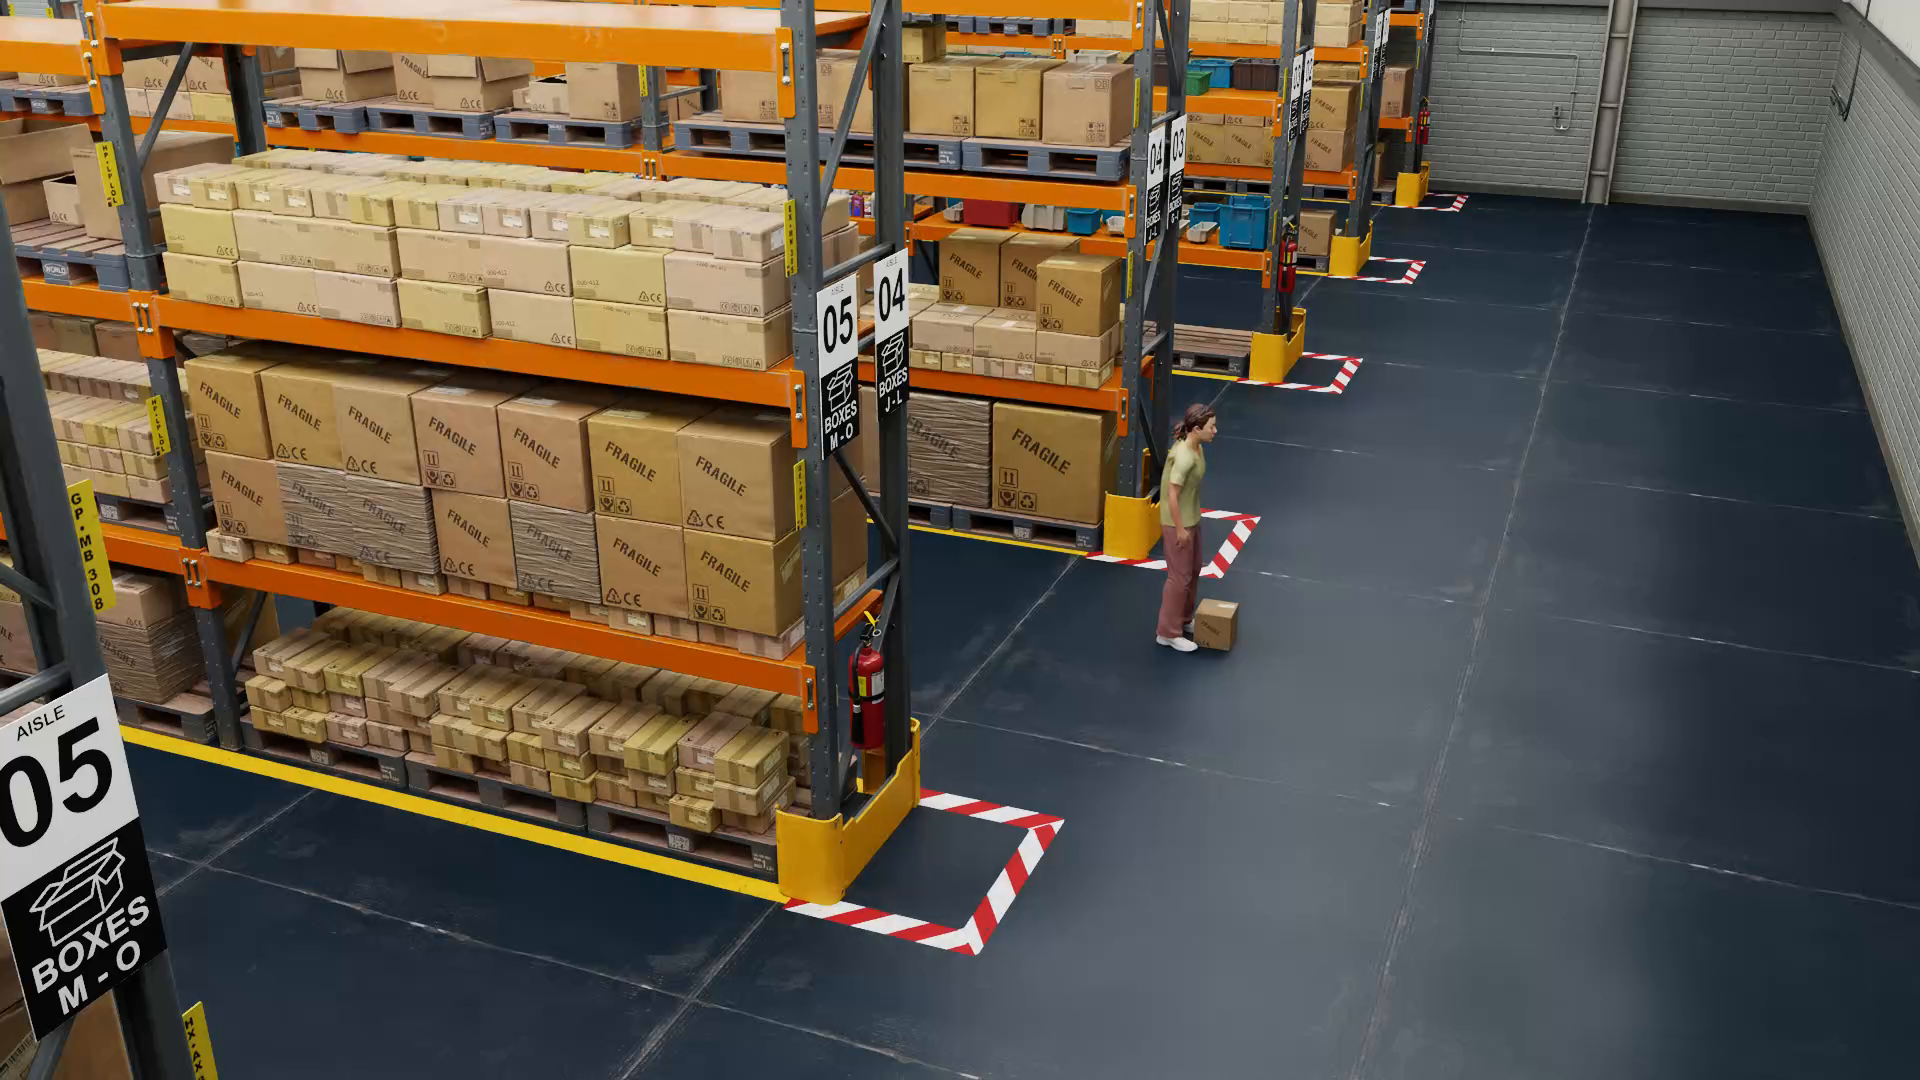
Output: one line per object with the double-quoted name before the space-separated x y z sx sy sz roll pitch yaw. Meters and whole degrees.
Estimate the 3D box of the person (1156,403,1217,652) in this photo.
"person" 1.523 -0.114 11.189 0.355 1.673 0.517 8 24 18
